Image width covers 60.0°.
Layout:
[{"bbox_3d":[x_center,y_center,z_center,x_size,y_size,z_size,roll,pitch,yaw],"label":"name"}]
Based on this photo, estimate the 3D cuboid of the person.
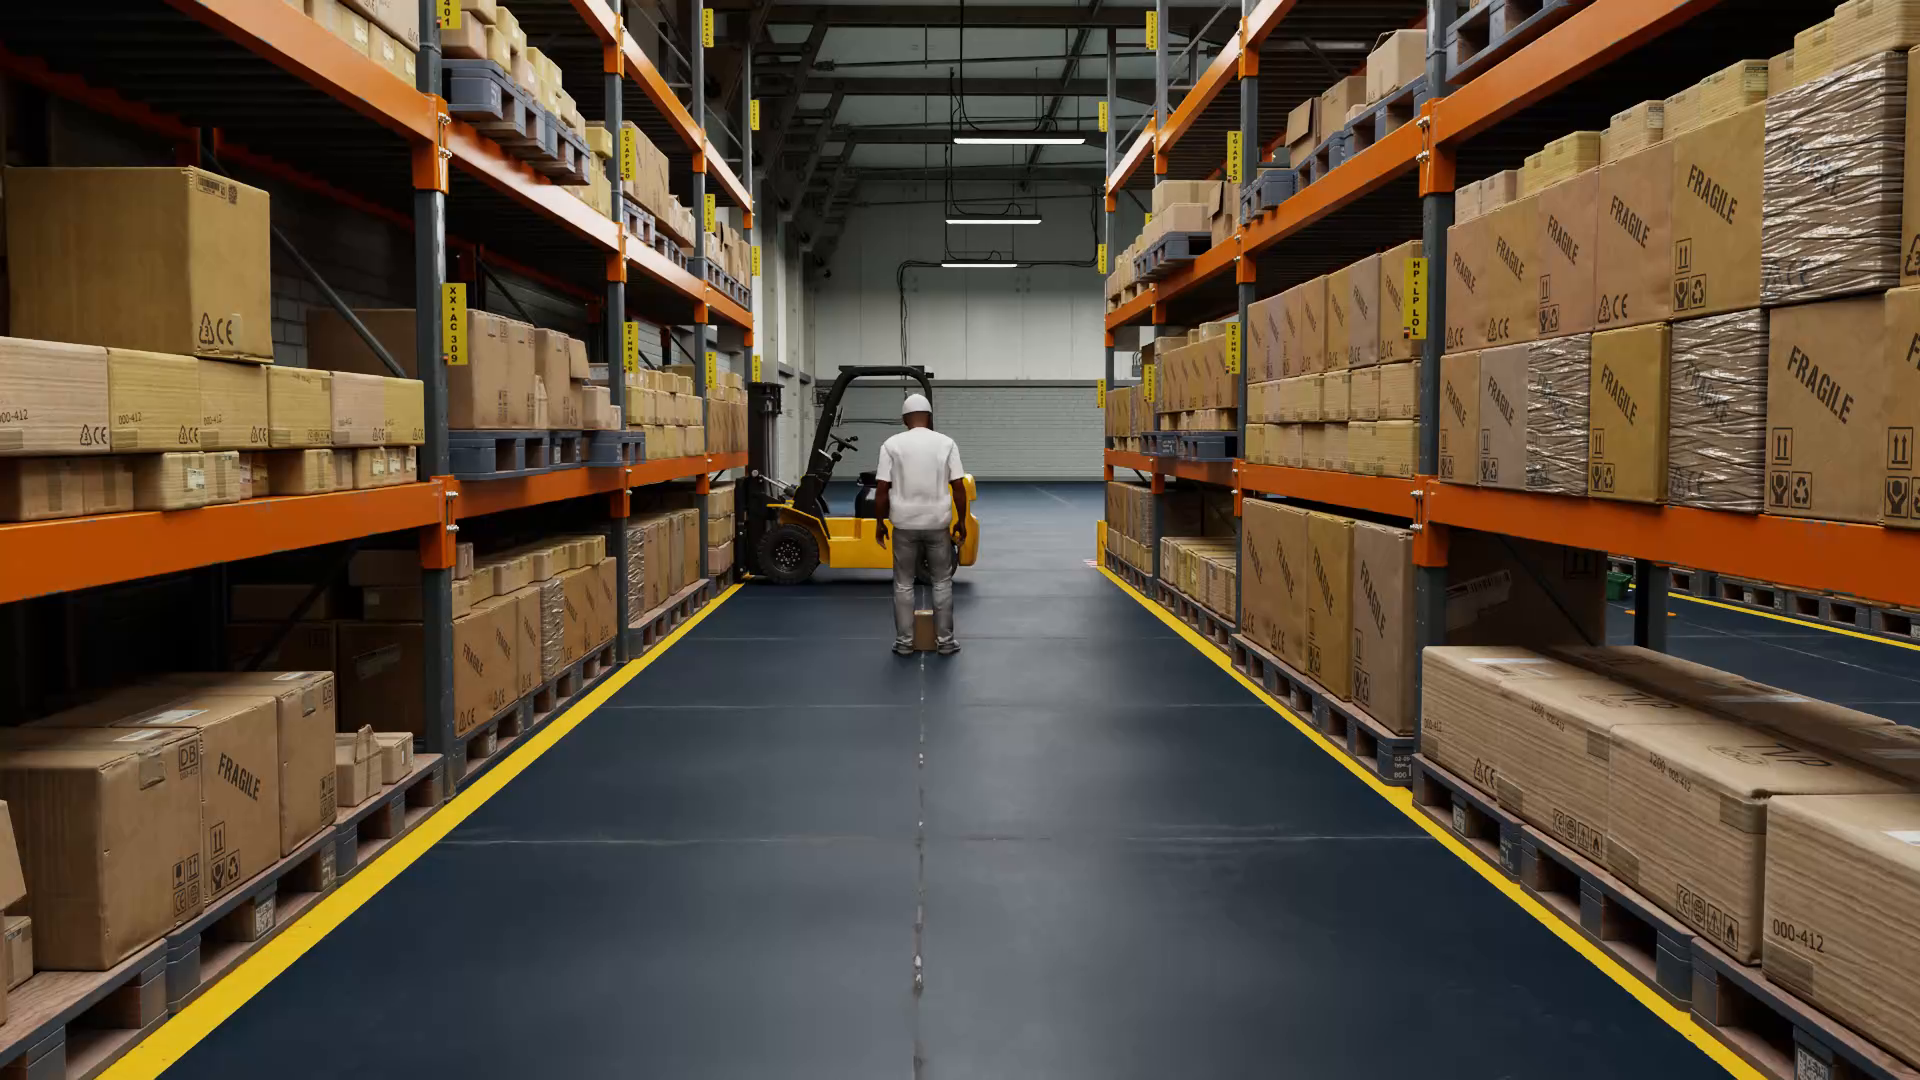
[{"bbox_3d":[-0.266,-0.110,11.287,0.628,1.761,0.457,0,4,-4],"label":"person"}]
